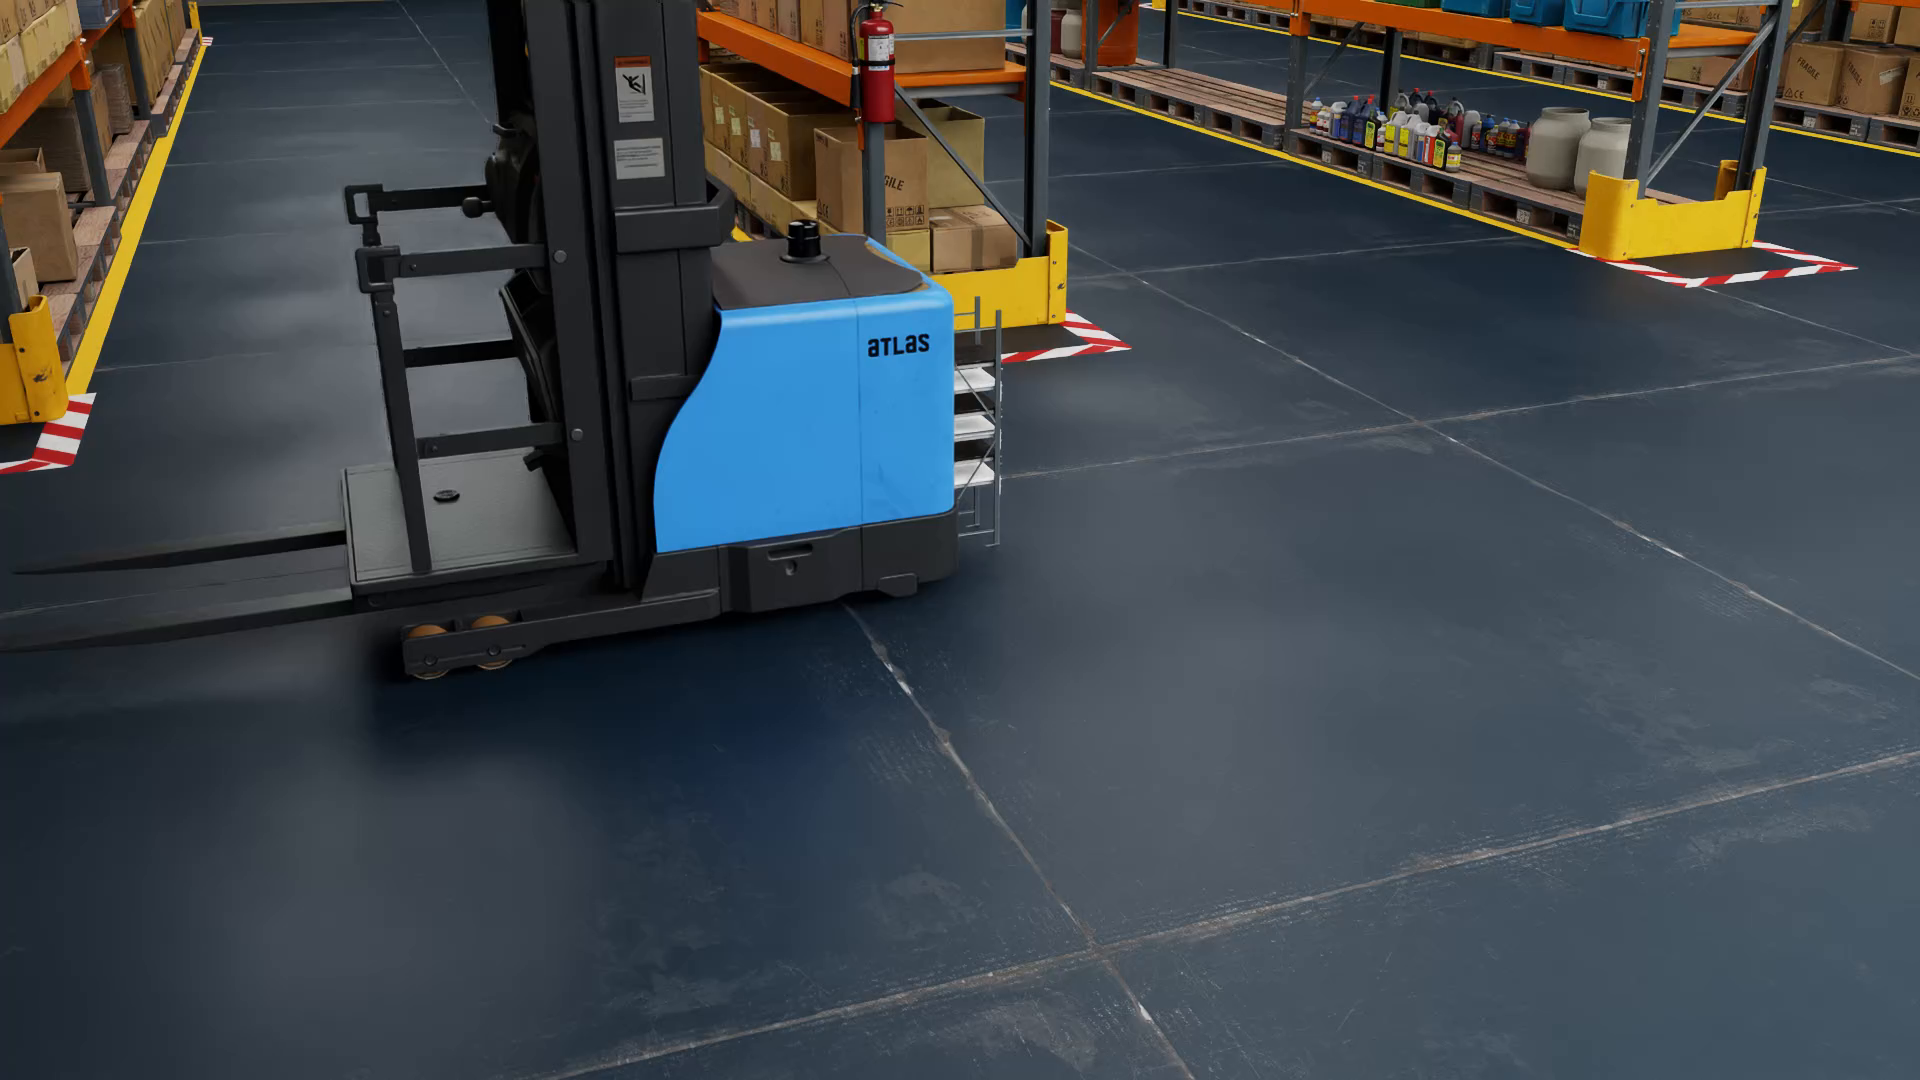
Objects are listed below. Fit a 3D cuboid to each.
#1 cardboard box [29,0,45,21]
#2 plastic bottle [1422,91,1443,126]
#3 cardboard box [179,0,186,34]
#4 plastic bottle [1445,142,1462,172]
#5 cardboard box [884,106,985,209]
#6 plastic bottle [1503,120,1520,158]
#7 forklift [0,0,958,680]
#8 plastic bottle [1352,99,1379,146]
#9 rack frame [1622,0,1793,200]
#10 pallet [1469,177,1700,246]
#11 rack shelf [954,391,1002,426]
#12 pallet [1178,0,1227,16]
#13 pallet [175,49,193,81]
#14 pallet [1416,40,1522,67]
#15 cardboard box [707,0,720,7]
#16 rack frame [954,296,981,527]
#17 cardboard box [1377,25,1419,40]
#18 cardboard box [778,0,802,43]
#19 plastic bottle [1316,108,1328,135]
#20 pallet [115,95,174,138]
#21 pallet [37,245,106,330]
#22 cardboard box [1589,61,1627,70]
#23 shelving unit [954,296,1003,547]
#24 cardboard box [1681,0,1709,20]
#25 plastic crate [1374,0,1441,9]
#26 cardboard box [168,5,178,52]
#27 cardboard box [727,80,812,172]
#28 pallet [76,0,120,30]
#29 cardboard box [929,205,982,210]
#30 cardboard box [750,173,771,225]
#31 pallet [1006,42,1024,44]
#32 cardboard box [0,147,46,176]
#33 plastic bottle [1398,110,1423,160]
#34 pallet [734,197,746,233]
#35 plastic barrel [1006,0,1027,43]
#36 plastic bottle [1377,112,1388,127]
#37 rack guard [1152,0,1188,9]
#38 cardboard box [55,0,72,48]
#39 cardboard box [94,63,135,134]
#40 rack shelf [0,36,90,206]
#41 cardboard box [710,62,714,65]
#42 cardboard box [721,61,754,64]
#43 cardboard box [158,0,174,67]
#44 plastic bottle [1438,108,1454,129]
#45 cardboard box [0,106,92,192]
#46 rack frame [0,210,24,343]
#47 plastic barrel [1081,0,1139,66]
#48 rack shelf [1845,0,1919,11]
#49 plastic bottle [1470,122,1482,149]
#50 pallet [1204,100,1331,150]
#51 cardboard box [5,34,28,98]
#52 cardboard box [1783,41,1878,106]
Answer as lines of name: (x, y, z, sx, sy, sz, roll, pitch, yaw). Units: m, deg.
cardboard box: (-5.075, -2.938, 8.560, 0.500, 0.500, 0.500, -8, 24, -17)
plastic bottle: (3.768, -3.413, 13.329, 0.144, 0.351, 0.185, -10, 25, -22)
cardboard box: (-9.964, -6.497, 20.479, 0.700, 0.500, 0.500, -8, 24, -19)
plastic bottle: (3.557, -2.762, 11.977, 0.097, 0.201, 0.097, 0, 23, 0)
cardboard box: (-0.179, -2.242, 9.741, 0.500, 0.500, 0.500, -8, 24, -19)
plastic bottle: (4.146, -3.013, 12.483, 0.097, 0.271, 0.097, 0, 23, 0)
forklift: (-1.578, -1.145, 5.193, 3.031, 2.935, 1.130, -8, 24, -19)
plastic bottle: (3.167, -3.258, 12.962, 0.144, 0.351, 0.185, -9, 25, -21)
rack frame: (4.616, -3.241, 10.078, 1.000, 3.000, 0.127, -8, 24, -19)
pallet: (4.263, -2.273, 11.372, 1.003, 0.211, 1.213, -8, 24, -19)
rack shelf: (-0.003, -0.470, 6.060, 0.258, 0.077, 0.200, -8, 24, -19)
pallet: (3.953, -8.170, 25.362, 1.003, 0.211, 1.213, -8, 24, -19)
pallet: (-9.087, -5.244, 18.421, 1.003, 0.211, 1.213, -8, 24, -19)
pallet: (6.216, -5.840, 19.833, 1.003, 0.211, 1.213, -8, 24, -19)
cardboard box: (-1.647, -4.120, 12.357, 0.500, 0.250, 0.500, -7, 24, -16)
rack frame: (-0.039, -0.455, 6.170, 0.240, 0.900, 0.006, -8, 24, -19)
cardboard box: (5.892, -6.621, 20.291, 1.225, 0.875, 0.875, -8, 24, -19)
cardboard box: (-0.722, -3.343, 10.190, 0.700, 0.500, 0.500, -8, 24, -17)
plastic bottle: (2.941, -3.395, 13.480, 0.097, 0.201, 0.097, 0, 23, 0)
pallet: (-7.686, -3.801, 14.996, 1.003, 0.211, 1.213, -8, 24, -19)
pallet: (-5.360, -1.367, 9.222, 1.003, 0.211, 1.213, -8, 24, -19)
cardboard box: (7.094, -5.233, 17.456, 0.700, 0.500, 0.500, -6, 24, -15)
shelving unit: (-0.003, -0.418, 6.082, 0.258, 0.900, 0.210, -8, 24, -19)
cardboard box: (10.085, -7.281, 22.341, 0.500, 0.500, 0.500, -8, 24, -18)
plastic crate: (3.418, -4.065, 12.306, 0.450, 0.188, 0.662, -8, 24, -19)
cardboard box: (-9.234, -5.753, 18.714, 0.700, 0.500, 0.500, -9, 24, -20)
cardboard box: (-1.208, -2.714, 10.860, 0.500, 0.500, 0.500, -8, 24, -19)
pallet: (-6.199, -3.545, 11.045, 1.003, 0.211, 1.213, -8, 24, -19)
cardboard box: (-0.181, -1.896, 9.886, 0.500, 0.250, 0.500, -8, 24, -19)
cardboard box: (-1.026, -2.187, 10.577, 0.500, 0.250, 0.500, -8, 24, -19)
pallet: (0.610, -6.030, 20.286, 1.003, 0.211, 1.213, -8, 24, -19)
cardboard box: (-5.661, -2.015, 9.820, 0.500, 0.500, 0.500, -10, 25, -23)
plastic bottle: (3.382, -3.036, 12.435, 0.144, 0.351, 0.185, -7, 24, -17)
pallet: (-1.191, -2.437, 11.760, 1.003, 0.211, 1.213, -8, 24, -19)
plastic barrel: (0.803, -6.371, 19.664, 0.600, 0.901, 0.708, -8, 24, -19)
plastic bottle: (3.254, -3.173, 12.863, 0.097, 0.271, 0.097, 0, 23, 0)
rack guard: (3.589, -8.591, 25.990, 1.175, 0.500, 0.348, -8, 24, -19)
cardboard box: (-5.446, -2.963, 9.585, 0.500, 0.250, 0.500, -8, 24, -19)
cardboard box: (-7.175, -3.585, 13.546, 0.700, 0.500, 0.500, -8, 24, -18)
rack shelf: (-5.359, -2.277, 8.717, 1.077, 0.370, 4.000, -8, 24, -19)
cardboard box: (-2.207, -3.679, 13.394, 0.500, 0.311, 0.500, -8, 24, -19)
cardboard box: (-1.701, -3.756, 13.577, 0.500, 0.311, 0.500, -9, 25, -21)
cardboard box: (-8.540, -5.227, 17.016, 0.750, 0.750, 0.750, -8, 24, -18)
plastic bottle: (3.795, -3.241, 13.008, 0.061, 0.283, 0.133, -8, 24, -19)
cardboard box: (-6.341, -2.651, 11.331, 0.700, 0.500, 0.500, -7, 24, -17)
rack frame: (-4.652, -1.882, 6.853, 1.000, 3.000, 0.127, -8, 24, -19)
plastic barrel: (1.601, -5.517, 17.731, 0.600, 0.830, 0.708, -8, 24, -19)
rack shelf: (8.543, -4.316, 13.554, 1.077, 0.370, 4.000, -8, 24, -19)
plastic bottle: (4.003, -3.128, 12.845, 0.097, 0.201, 0.097, 0, 23, 0)
pallet: (2.889, -3.690, 14.733, 1.003, 0.211, 1.213, -8, 24, -19)
cardboard box: (-4.724, -2.230, 7.845, 0.500, 0.250, 0.500, -9, 25, -21)
cardboard box: (7.940, -4.265, 15.185, 0.500, 0.500, 0.500, -9, 25, -21)
